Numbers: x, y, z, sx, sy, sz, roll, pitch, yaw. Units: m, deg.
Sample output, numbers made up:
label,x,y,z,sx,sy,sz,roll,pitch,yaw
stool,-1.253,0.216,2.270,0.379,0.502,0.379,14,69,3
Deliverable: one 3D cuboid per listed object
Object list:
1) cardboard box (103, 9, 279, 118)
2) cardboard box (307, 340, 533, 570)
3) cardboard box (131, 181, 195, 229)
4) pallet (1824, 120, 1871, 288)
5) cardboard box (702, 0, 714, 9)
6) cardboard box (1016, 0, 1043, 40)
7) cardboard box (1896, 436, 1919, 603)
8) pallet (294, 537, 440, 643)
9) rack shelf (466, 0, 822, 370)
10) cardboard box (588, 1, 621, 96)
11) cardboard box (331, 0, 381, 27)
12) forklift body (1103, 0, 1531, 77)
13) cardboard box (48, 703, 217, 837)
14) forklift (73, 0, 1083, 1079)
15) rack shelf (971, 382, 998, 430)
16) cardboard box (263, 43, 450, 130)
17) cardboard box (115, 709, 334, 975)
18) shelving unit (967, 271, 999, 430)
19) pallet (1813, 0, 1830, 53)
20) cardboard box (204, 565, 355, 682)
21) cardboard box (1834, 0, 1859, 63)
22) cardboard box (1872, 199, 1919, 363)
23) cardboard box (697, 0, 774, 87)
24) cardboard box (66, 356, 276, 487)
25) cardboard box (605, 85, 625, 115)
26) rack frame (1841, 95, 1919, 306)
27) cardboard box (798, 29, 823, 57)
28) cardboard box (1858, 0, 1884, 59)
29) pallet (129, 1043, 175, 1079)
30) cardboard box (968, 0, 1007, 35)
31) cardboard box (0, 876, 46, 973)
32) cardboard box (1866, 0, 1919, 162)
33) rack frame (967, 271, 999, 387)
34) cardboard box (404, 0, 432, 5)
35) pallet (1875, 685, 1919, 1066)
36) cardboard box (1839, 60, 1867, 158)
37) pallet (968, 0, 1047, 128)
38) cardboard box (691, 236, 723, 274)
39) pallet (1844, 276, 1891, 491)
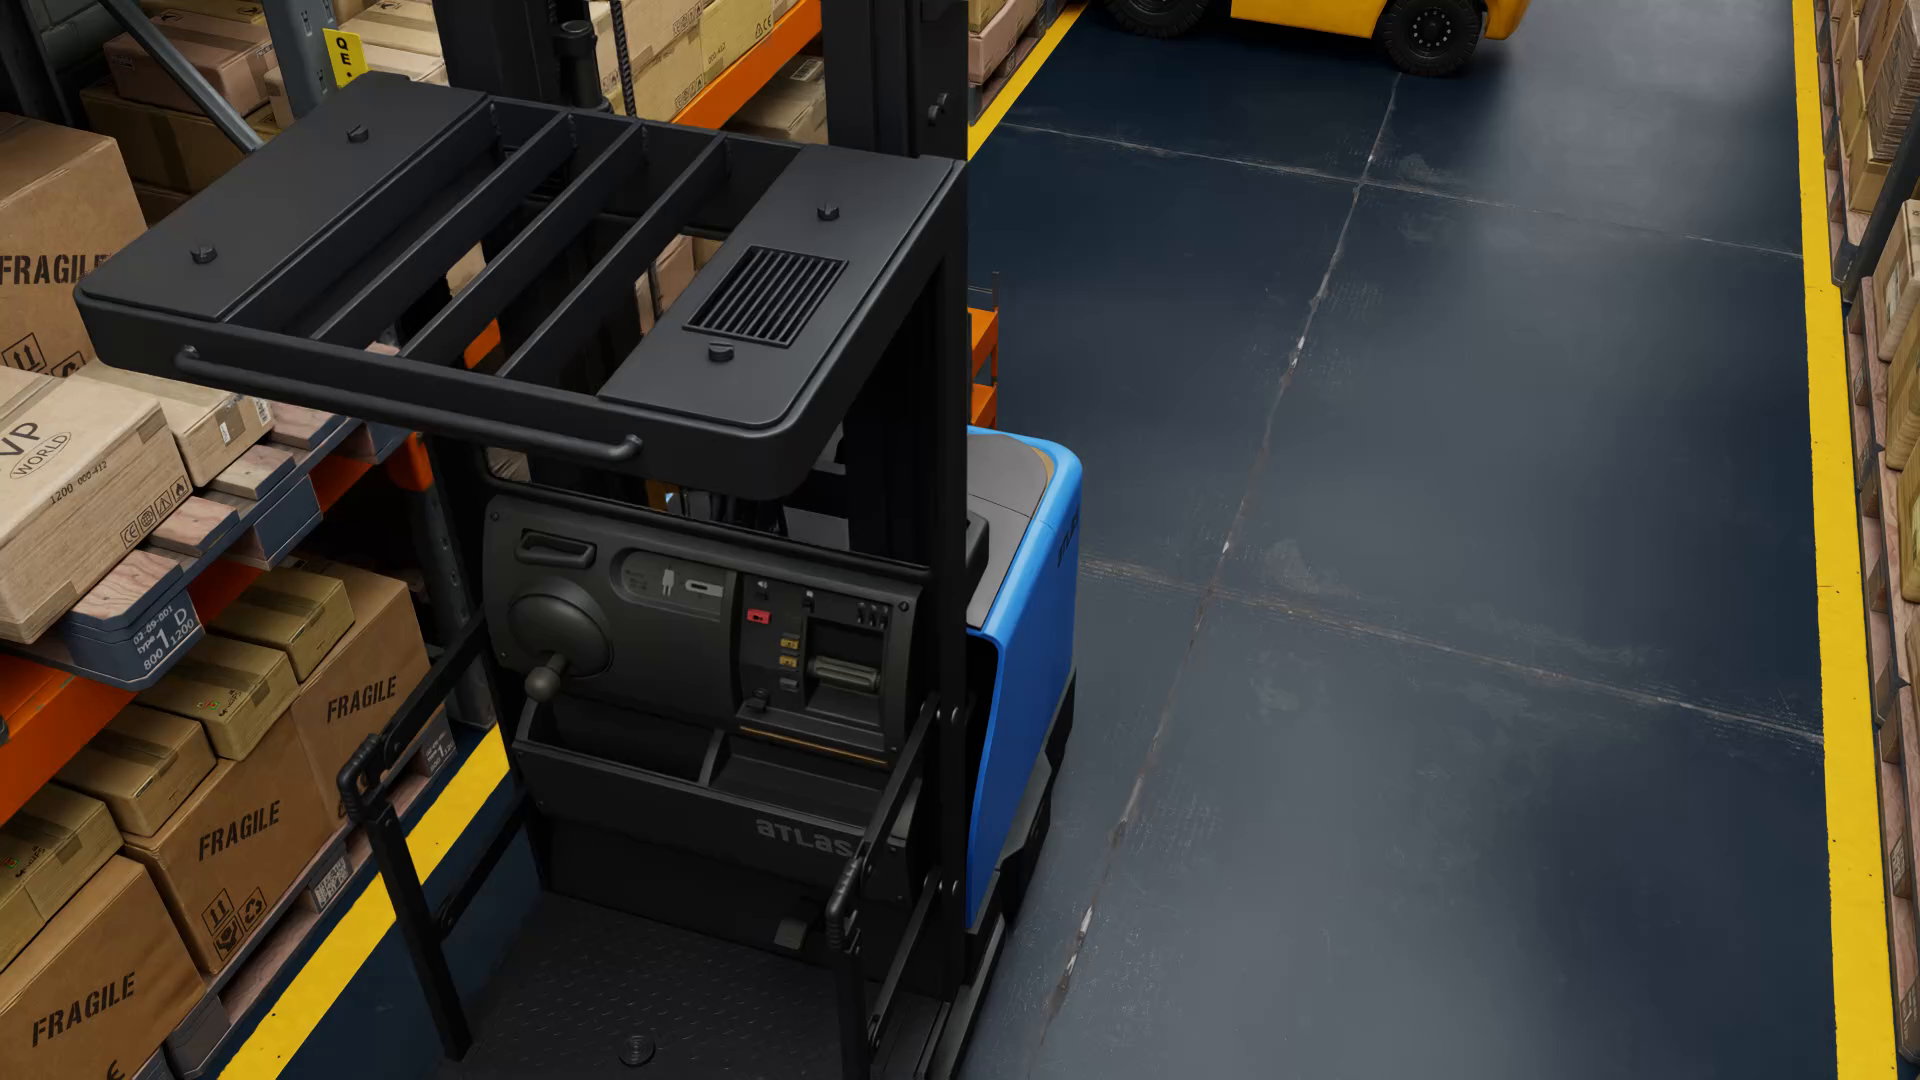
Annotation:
label,x,y,z,sx,sy,sz,roll,pitch,yaw
cardboard box,-1.963,-1.232,4.307,0.380,0.149,0.250,15,43,16
cardboard box,-1.658,-0.338,5.341,0.875,0.625,0.625,15,43,16
cardboard box,-1.971,-0.978,4.701,0.500,0.250,0.500,12,42,14
pallet,4.346,-1.401,7.230,1.003,0.211,1.213,13,42,15
cardboard box,-0.984,-1.991,5.503,0.500,0.250,0.500,14,42,16
cardboard box,0.119,-2.793,8.507,0.500,0.250,0.500,12,42,14
cardboard box,3.494,-0.021,5.164,0.950,0.372,0.625,15,43,17
pallet,-1.566,-0.137,5.748,1.003,0.211,1.213,13,42,15
rack shelf,-1.200,-1.651,5.928,1.077,0.370,4.000,13,42,15
cardboard box,-1.331,-1.359,4.762,0.500,0.250,0.500,15,43,16
cardboard box,-1.833,-1.561,4.692,0.380,0.149,0.250,13,42,15
forklift body,1.917,-3.699,8.429,2.313,2.155,1.214,13,42,15
cardboard box,-2.011,0.522,3.930,0.380,0.149,0.250,12,42,14
forklift,-0.597,0.266,3.180,1.130,2.935,3.031,12,42,13
rack shelf,-0.018,-0.359,5.378,0.215,0.259,0.240,13,42,15
cardboard box,-1.498,-1.118,4.173,0.380,0.149,0.250,14,43,16
cardboard box,-2.008,0.695,4.226,0.500,0.500,0.500,13,42,14
shelving unit,-0.018,-0.367,5.371,0.215,1.050,0.252,13,42,15
pallet,5.180,-2.890,8.974,1.003,0.211,1.213,13,42,15
cardboard box,-1.815,0.197,4.310,0.380,0.149,0.250,11,42,13
cardboard box,4.625,-2.522,8.190,0.500,0.250,0.500,16,43,18
cardboard box,3.972,-0.884,6.176,0.950,0.372,0.625,14,42,16
cardboard box,-0.978,-1.801,5.666,0.500,0.250,0.500,15,43,16
cardboard box,-1.748,-0.283,3.640,0.380,0.149,0.250,14,42,16
cardboard box,-1.326,-1.169,4.925,0.500,0.250,0.500,12,42,14
rack frame,4.149,-2.045,5.835,1.000,3.000,0.127,13,42,15
cardboard box,-0.684,-2.080,7.383,0.875,0.625,0.625,15,43,17
cardboard box,4.445,-2.486,7.570,0.500,0.500,0.500,15,43,17
pallet,-2.594,1.545,3.776,1.003,0.211,1.213,13,42,15
cardboard box,-0.061,-2.675,7.983,0.500,0.250,0.500,13,42,15
cardboard box,-2.228,0.825,3.575,0.380,0.149,0.250,13,42,14
cardboard box,4.100,-1.864,6.841,0.500,0.500,0.500,13,42,14
rack frame,0.023,-0.441,5.458,0.200,1.050,0.008,13,42,15
cardboard box,-1.344,-1.444,4.554,0.380,0.149,0.250,14,43,16
pallet,3.050,0.980,4.439,1.003,0.211,1.213,13,42,15
cardboard box,4.272,-1.906,7.467,0.500,0.250,0.500,12,42,14
pallet,-0.205,-2.559,8.587,1.003,0.211,1.213,13,42,15
cardboard box,-1.212,-1.149,6.292,0.875,0.625,0.625,12,42,13
pallet,3.885,-0.509,6.184,1.003,0.211,1.213,13,42,15
